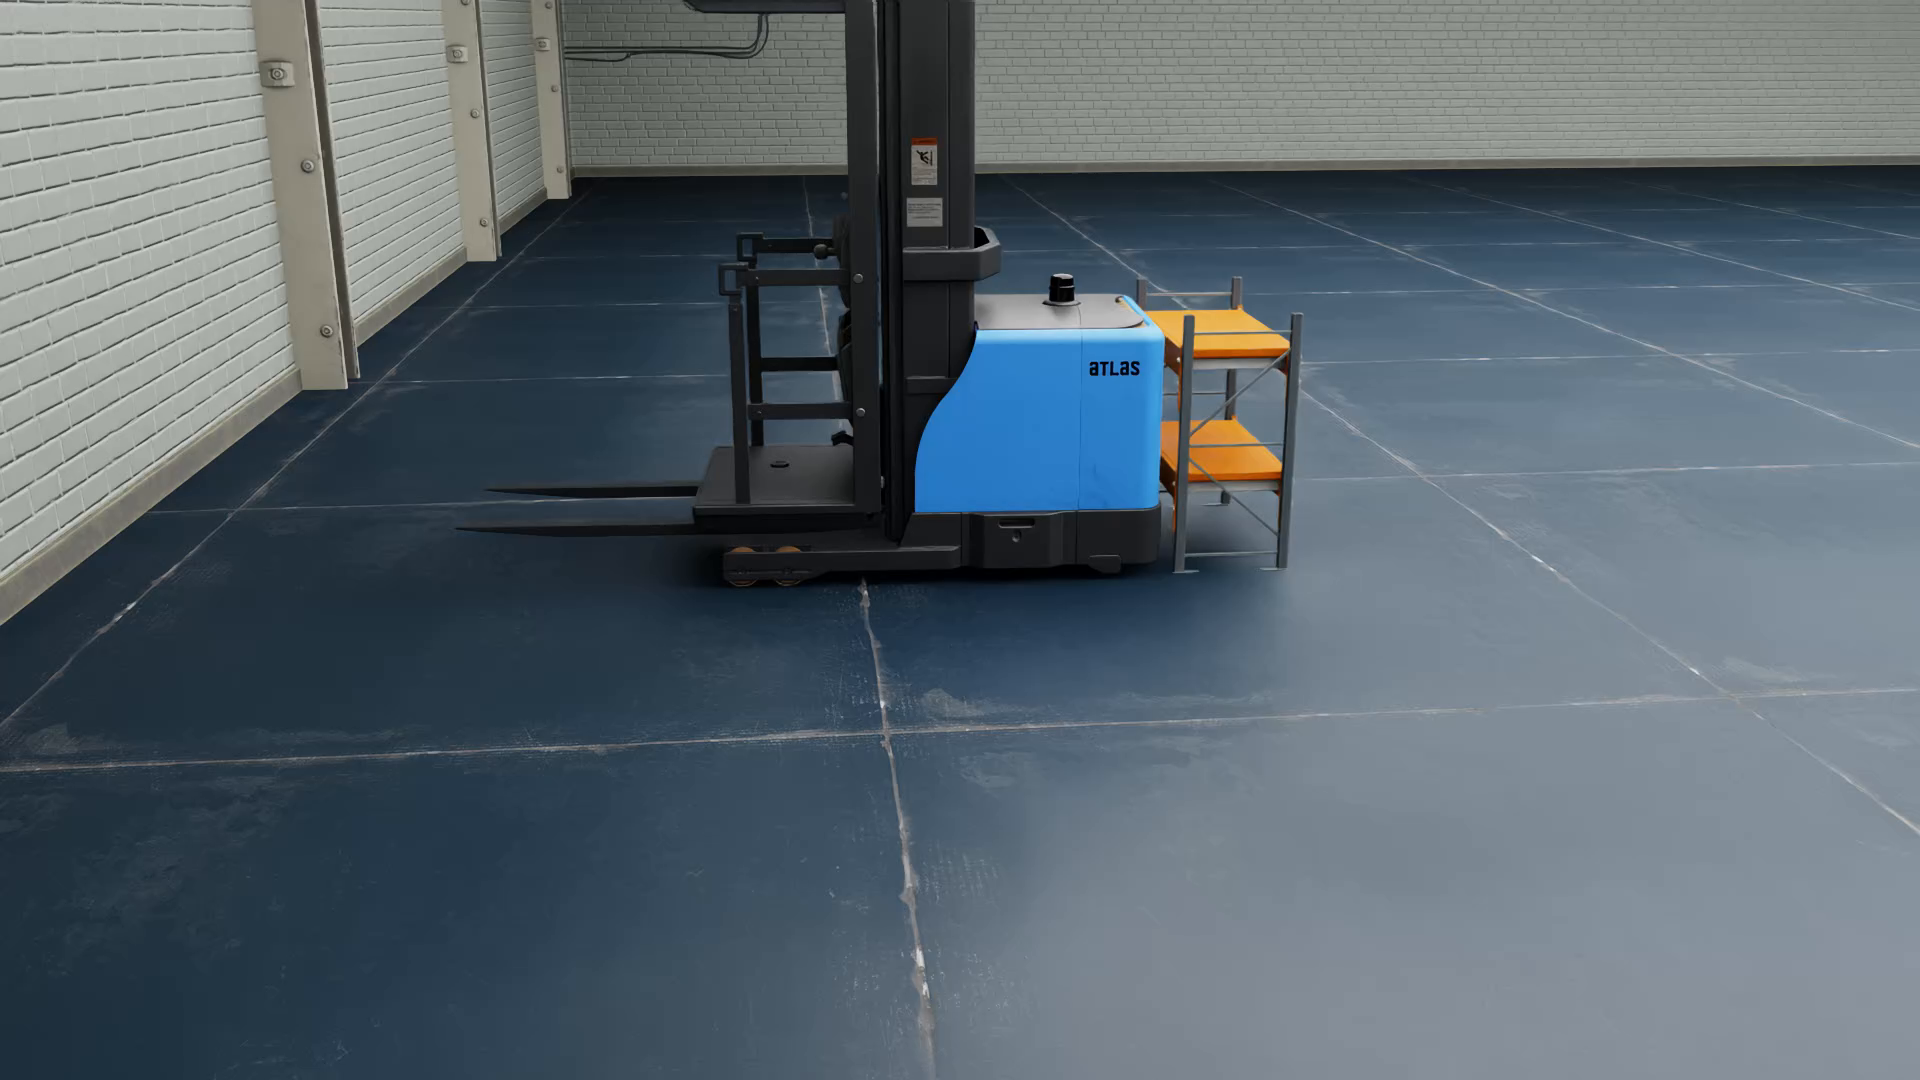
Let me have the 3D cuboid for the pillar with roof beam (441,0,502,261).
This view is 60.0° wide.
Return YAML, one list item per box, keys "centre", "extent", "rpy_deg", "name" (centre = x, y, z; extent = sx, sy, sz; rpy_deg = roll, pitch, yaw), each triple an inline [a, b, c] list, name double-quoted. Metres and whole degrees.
- centre: [-0.499, -7.248, 15.740]
  extent: [9.100, 9.000, 0.400]
  rpy_deg: [-2, 18, -6]
  name: "pillar with roof beam"

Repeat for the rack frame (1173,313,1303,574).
- centre: [1.178, -0.402, 7.077]
  extent: [0.500, 1.125, 0.032]
  rpy_deg: [-1, 17, -5]
  name: "rack frame"

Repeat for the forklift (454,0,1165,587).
- centre: [-0.670, -1.362, 7.123]
  extent: [3.031, 2.935, 1.130]
  rpy_deg: [-1, 17, -3]
  name: "forklift"

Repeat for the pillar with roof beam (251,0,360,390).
- centre: [0.120, -5.460, 10.046]
  extent: [9.100, 9.000, 0.400]
  rpy_deg: [-2, 18, -6]
  name: "pillar with roof beam"

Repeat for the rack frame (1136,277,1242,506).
- centre: [1.087, -0.705, 8.043]
  extent: [0.500, 1.125, 0.032]
  rpy_deg: [-1, 17, -5]
  name: "rack frame"

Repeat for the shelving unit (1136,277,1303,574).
- centre: [1.132, -0.553, 7.560]
  extent: [0.538, 1.125, 1.048]
  rpy_deg: [-1, 17, -5]
  name: "shelving unit"

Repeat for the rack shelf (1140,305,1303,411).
- centre: [1.132, -0.832, 7.473]
  extent: [0.538, 0.278, 1.000]
  rpy_deg: [-1, 17, -5]
  name: "rack shelf"

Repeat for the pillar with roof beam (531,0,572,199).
- centre: [-1.118, -9.036, 21.434]
  extent: [9.100, 9.000, 0.400]
  rpy_deg: [-2, 18, -6]
  name: "pillar with roof beam"

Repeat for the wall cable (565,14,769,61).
- centre: [-4.389, -8.340, 24.401]
  extent: [3.097, 2.526, 0.112]
  rpy_deg: [-2, 18, -6]
  name: "wall cable"

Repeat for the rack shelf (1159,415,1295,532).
- centre: [1.132, -0.320, 7.634]
  extent: [0.538, 0.278, 1.000]
  rpy_deg: [-1, 17, -5]
  name: "rack shelf"
